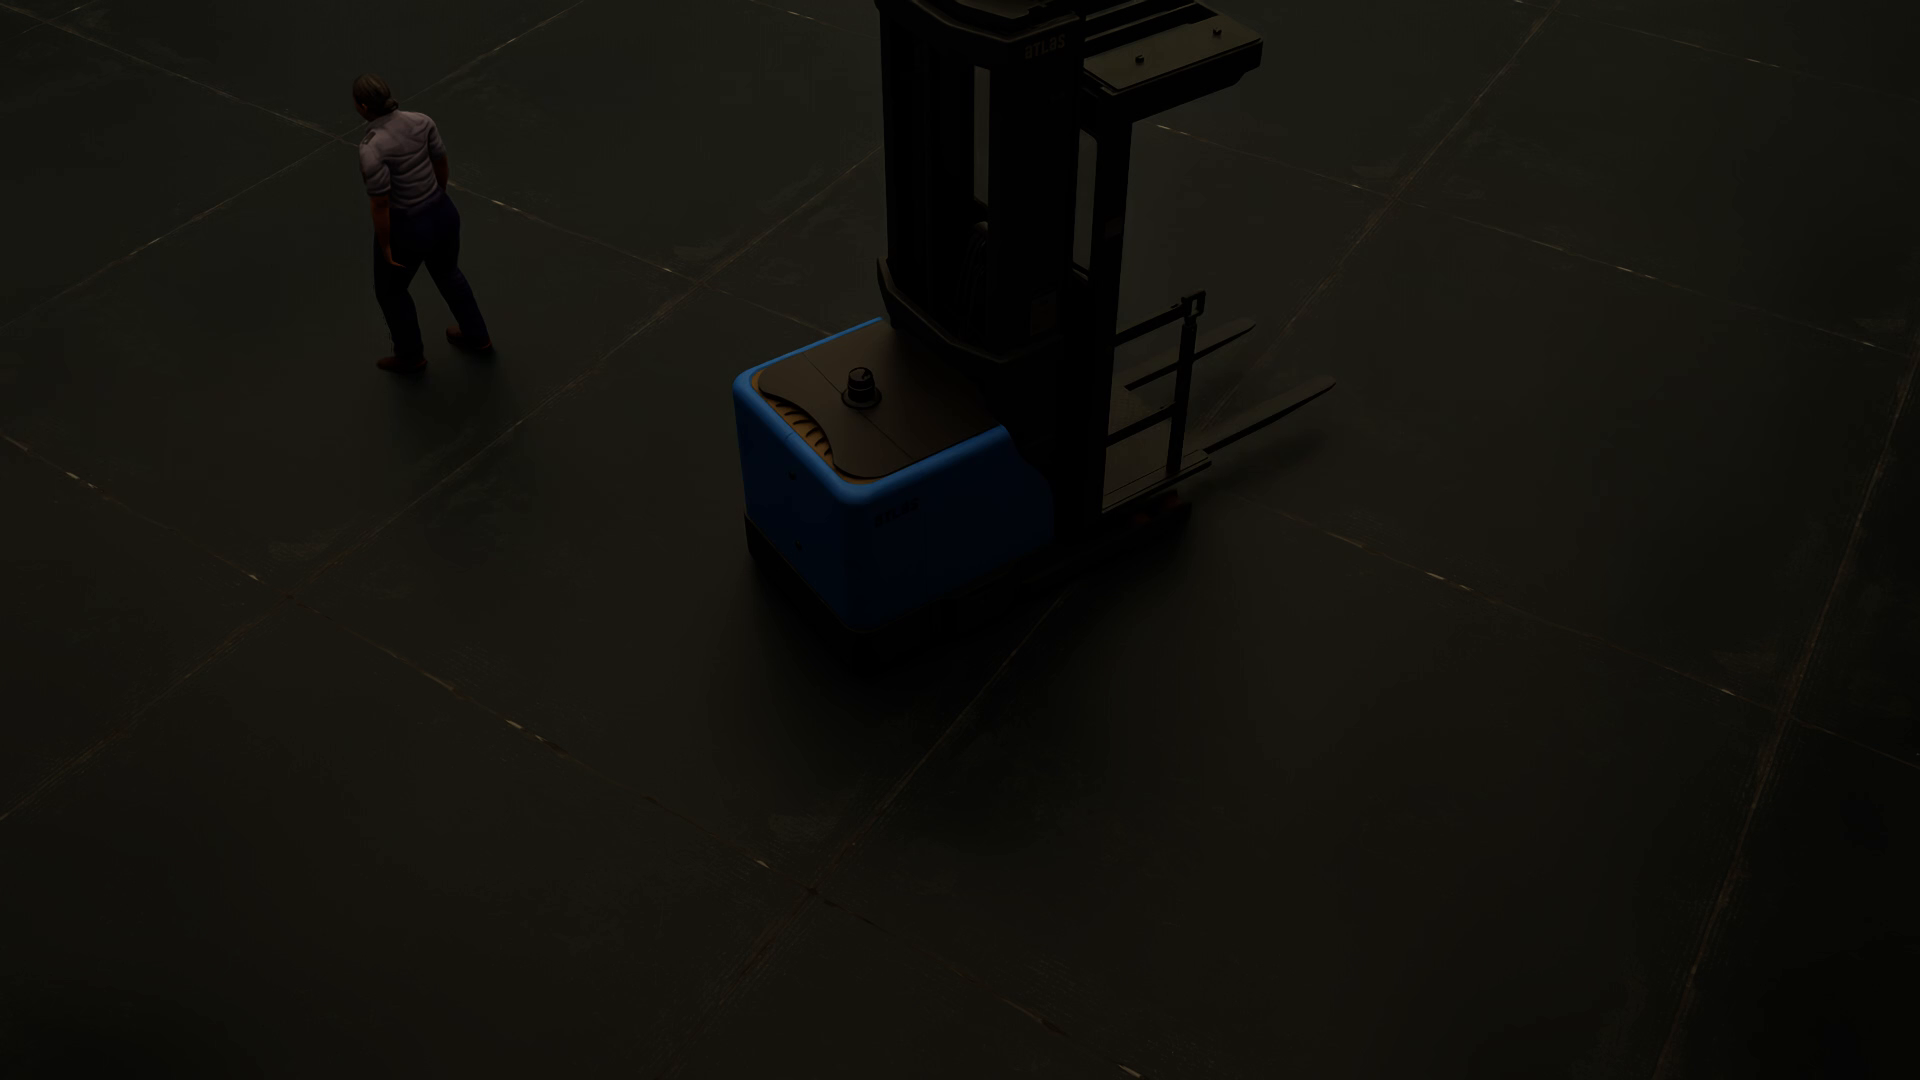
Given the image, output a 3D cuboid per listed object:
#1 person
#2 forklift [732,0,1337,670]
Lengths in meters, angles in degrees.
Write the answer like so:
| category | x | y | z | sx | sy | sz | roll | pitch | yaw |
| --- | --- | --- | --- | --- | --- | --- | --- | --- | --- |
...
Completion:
| category | x | y | z | sx | sy | sz | roll | pitch | yaw |
| --- | --- | --- | --- | --- | --- | --- | --- | --- | --- |
| person | -2.833 | -1.618 | 8.519 | 0.467 | 1.675 | 0.571 | 22 | 48 | 21 |
| forklift | 0.500 | -1.305 | 7.224 | 3.031 | 2.935 | 1.130 | -26 | 49 | -25 |
